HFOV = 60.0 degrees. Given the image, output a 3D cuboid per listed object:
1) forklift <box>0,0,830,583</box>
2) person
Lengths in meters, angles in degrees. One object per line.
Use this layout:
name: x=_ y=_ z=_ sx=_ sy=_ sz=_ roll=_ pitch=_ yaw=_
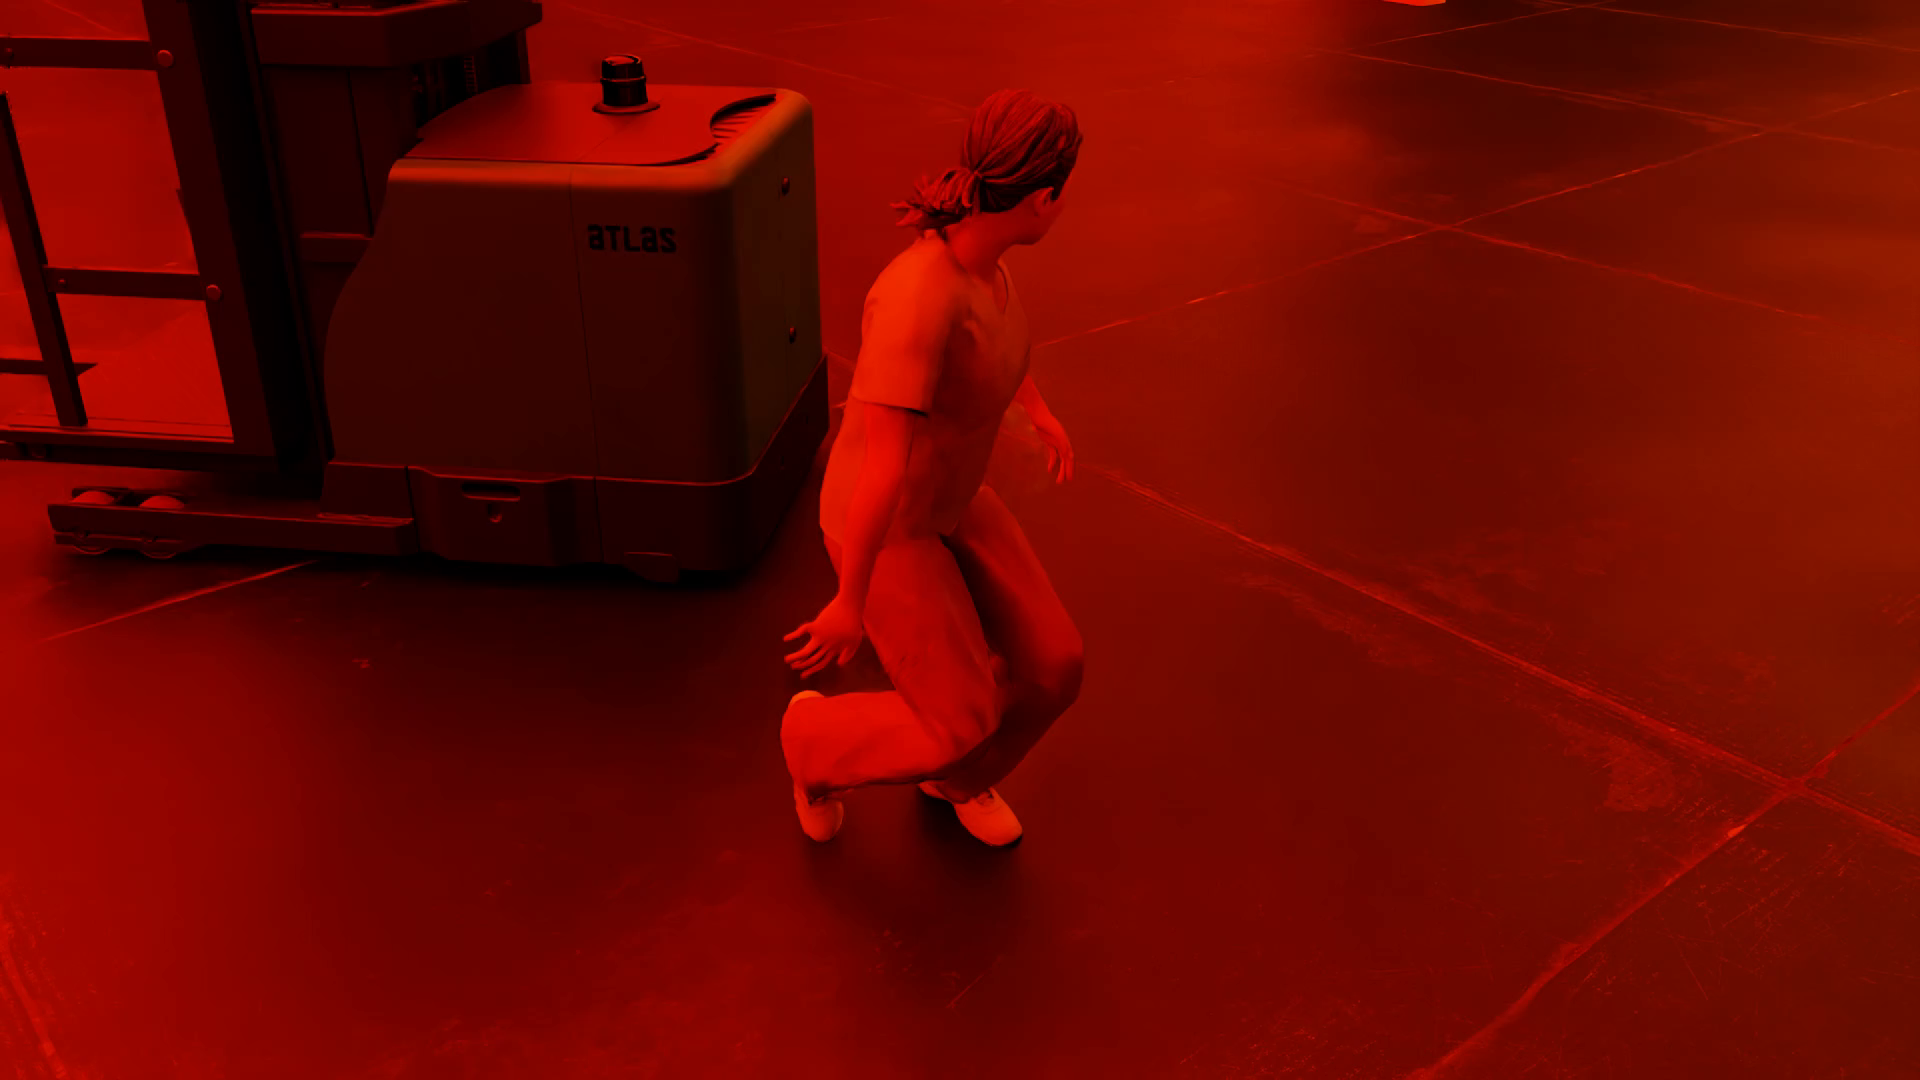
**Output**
forklift: x=-1.954 y=-1.489 z=4.205 sx=3.031 sy=2.935 sz=1.130 roll=4 pitch=27 yaw=7
person: x=-0.078 y=-0.054 z=2.969 sx=0.570 sy=1.483 sz=0.825 roll=14 pitch=30 yaw=26
